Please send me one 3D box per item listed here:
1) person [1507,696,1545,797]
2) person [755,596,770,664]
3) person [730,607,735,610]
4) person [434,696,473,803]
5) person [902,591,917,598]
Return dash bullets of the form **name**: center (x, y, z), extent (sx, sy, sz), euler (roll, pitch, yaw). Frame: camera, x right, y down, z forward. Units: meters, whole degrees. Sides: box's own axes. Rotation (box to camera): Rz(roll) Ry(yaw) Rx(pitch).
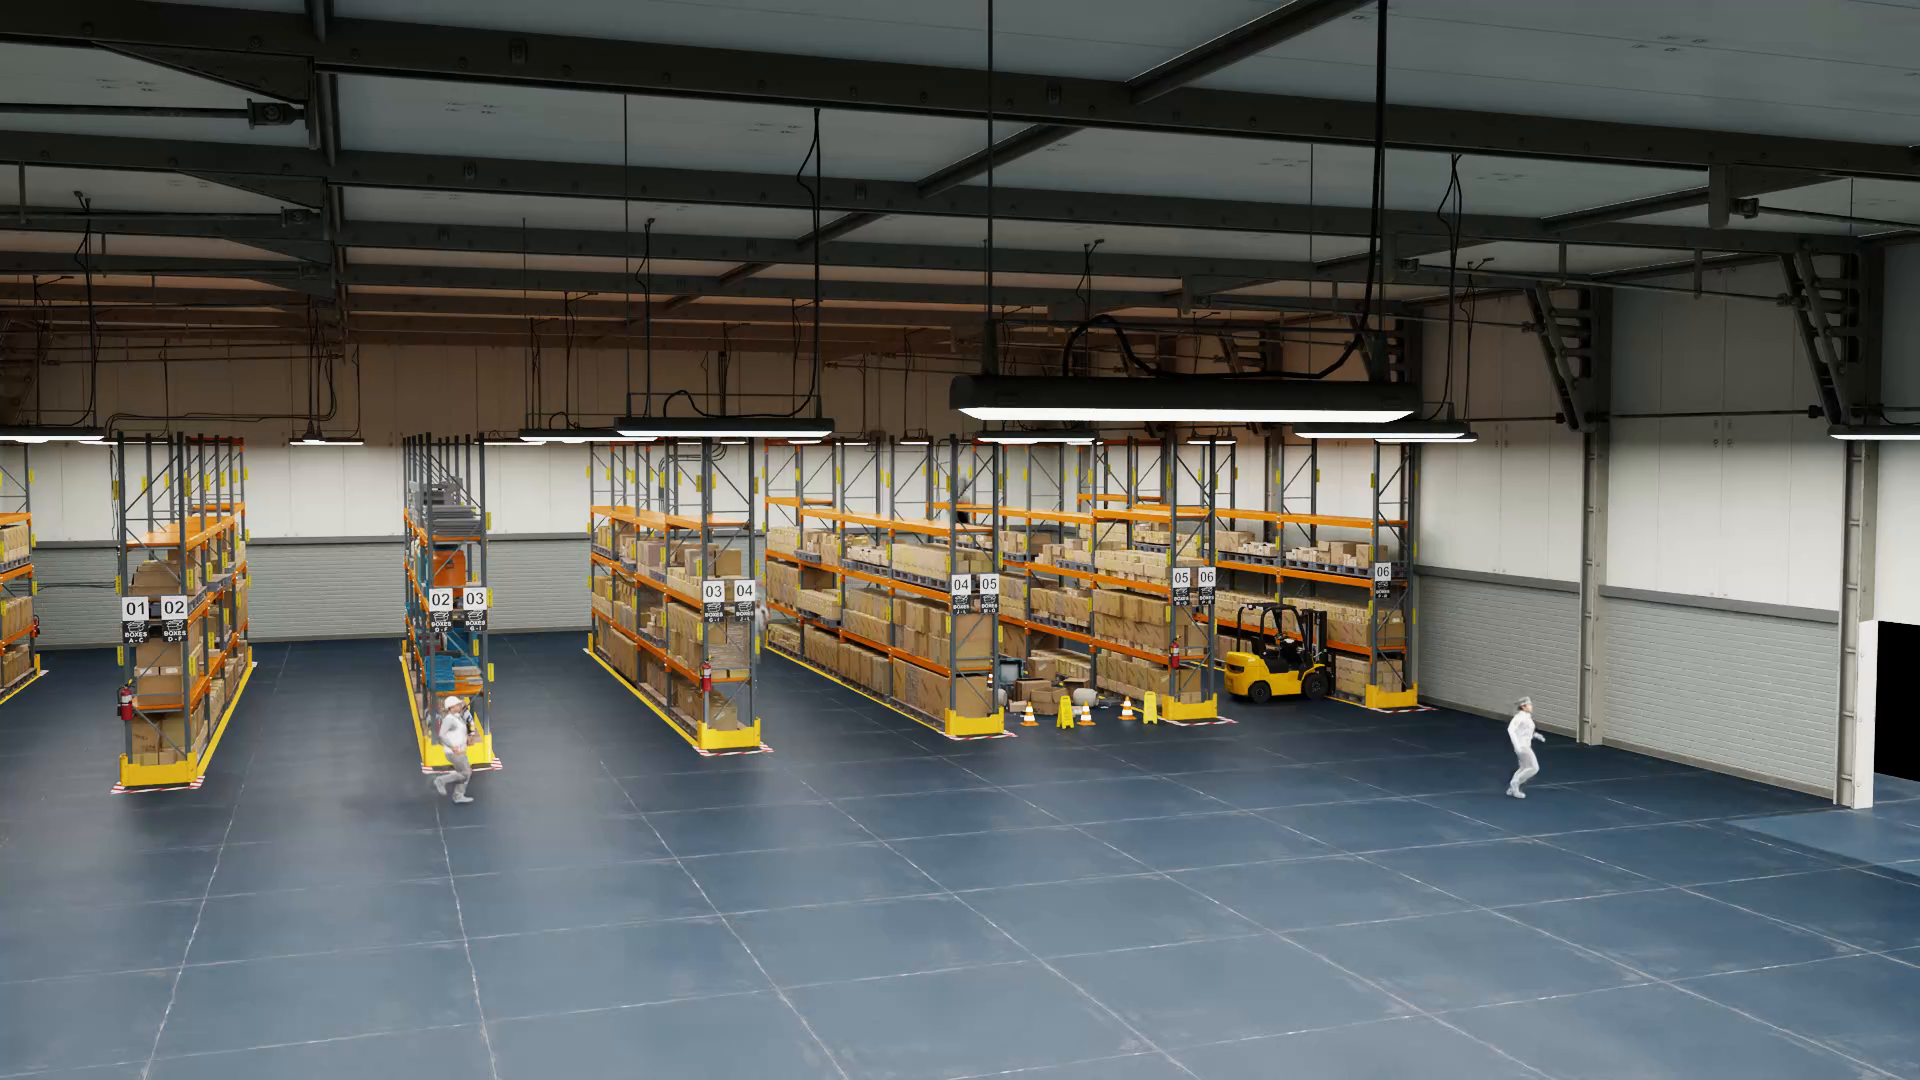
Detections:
- **person**: center (9.255, 3.380, 27.189), extent (0.567, 1.657, 0.623), euler (1, 3, 24)
- **person**: center (-5.389, 2.391, 44.465), extent (0.654, 1.782, 0.801), euler (-1, 3, -16)
- **person**: center (-6.738, 2.134, 48.576), extent (0.918, 1.767, 0.710), euler (-3, 4, -42)
- **person**: center (-8.155, 3.379, 26.771), extent (0.599, 1.731, 0.670), euler (0, 3, -4)
- **person**: center (-1.560, 2.049, 51.218), extent (0.736, 1.752, 0.615), euler (-1, 3, -10)
